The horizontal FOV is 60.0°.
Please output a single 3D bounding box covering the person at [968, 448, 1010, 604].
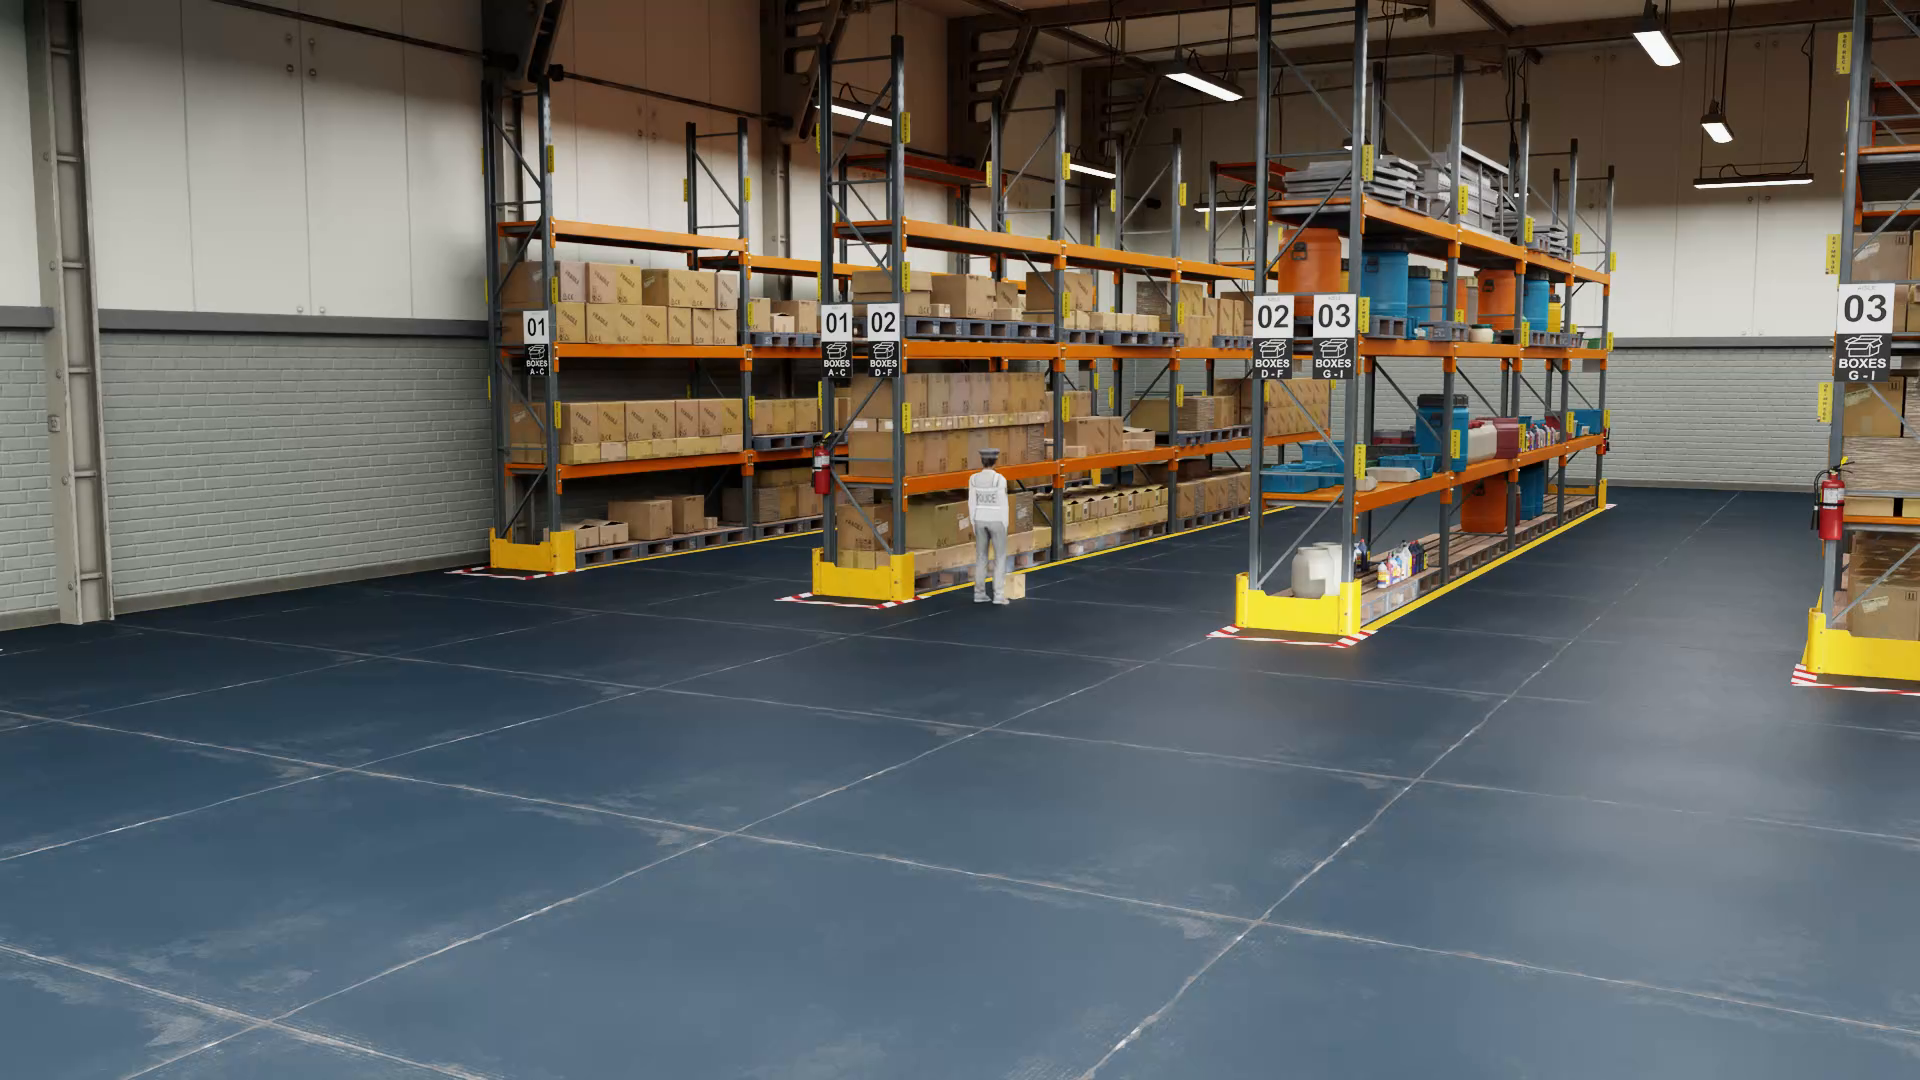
[{"bbox_3d":[0.314,-0.145,17.812,0.470,1.672,0.328,3,7,28],"label":"person"}]
